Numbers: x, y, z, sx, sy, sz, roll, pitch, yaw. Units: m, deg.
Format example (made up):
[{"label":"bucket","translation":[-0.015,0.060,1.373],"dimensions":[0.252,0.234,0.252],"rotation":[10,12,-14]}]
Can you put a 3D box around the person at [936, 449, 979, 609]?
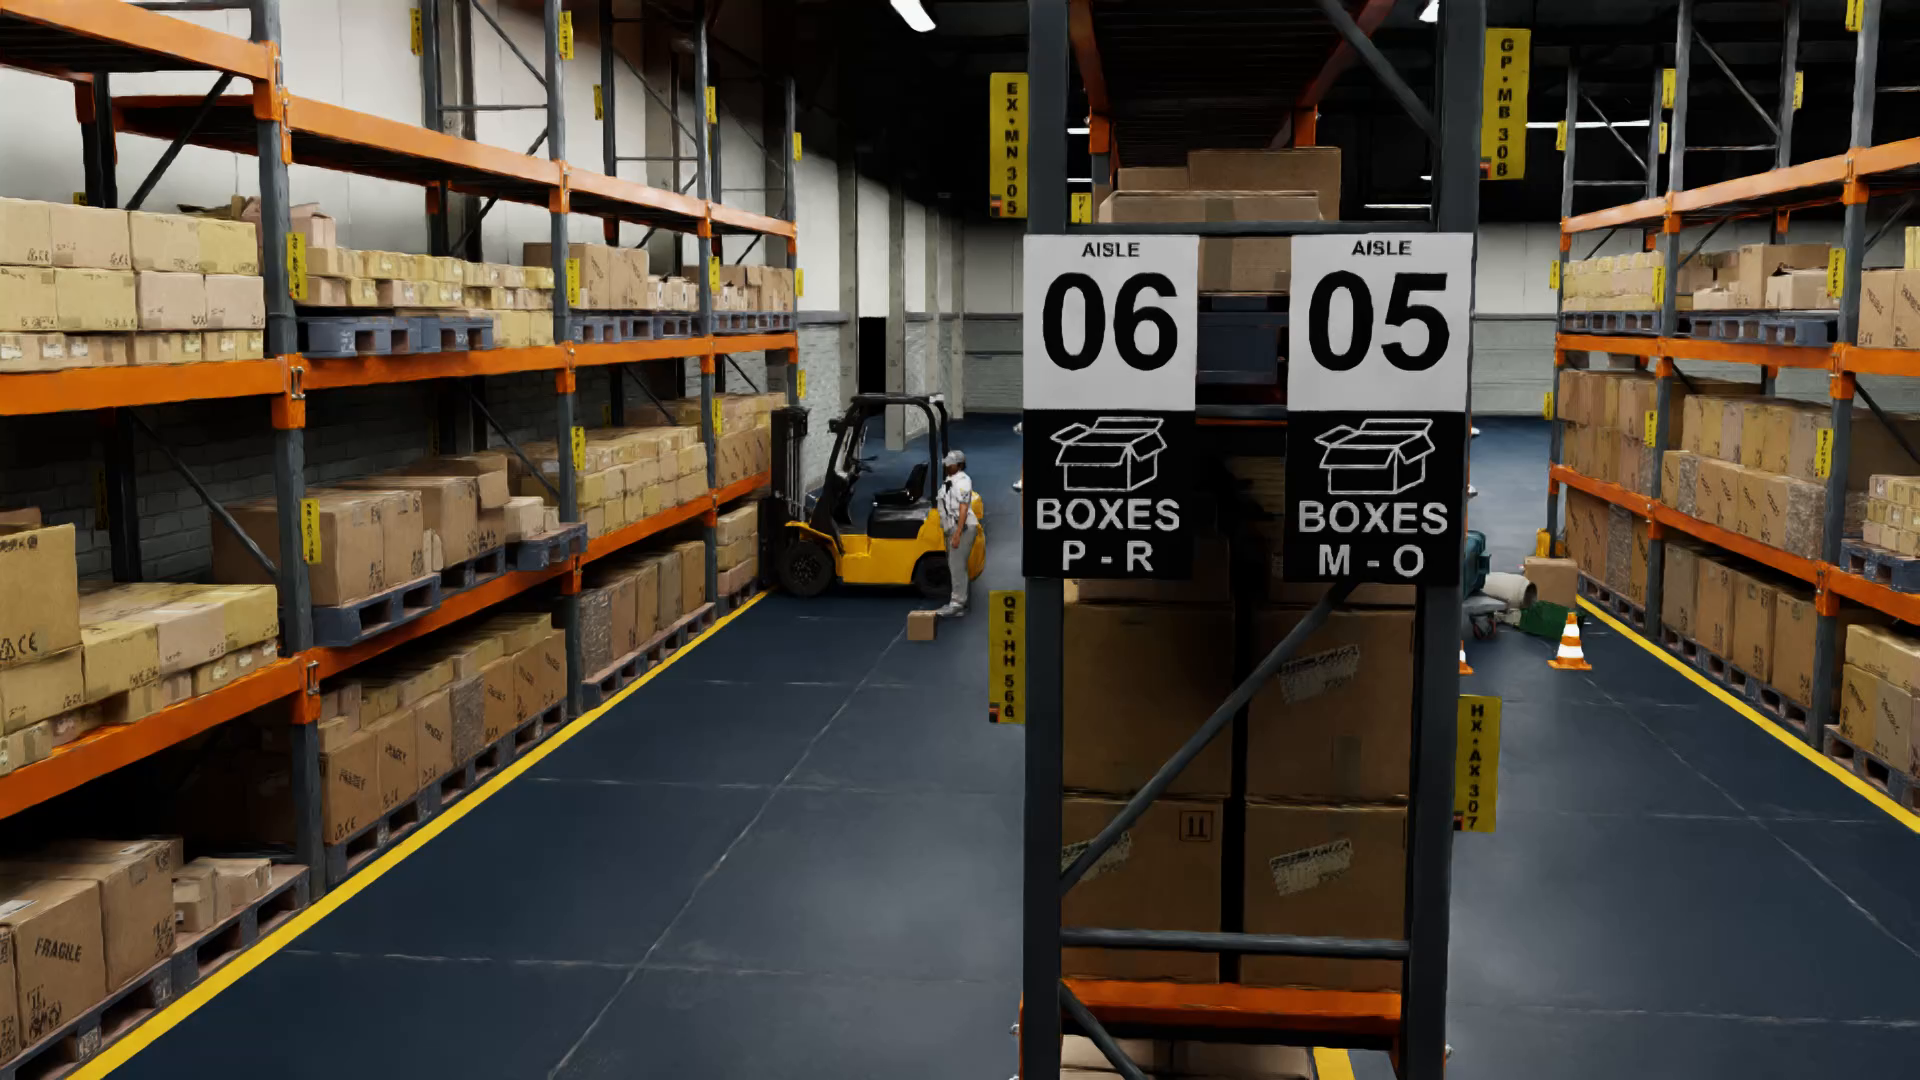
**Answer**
[{"label":"person","translation":[-0.036,-0.112,16.674],"dimensions":[0.374,1.598,0.534],"rotation":[-2,8,-16]}]
